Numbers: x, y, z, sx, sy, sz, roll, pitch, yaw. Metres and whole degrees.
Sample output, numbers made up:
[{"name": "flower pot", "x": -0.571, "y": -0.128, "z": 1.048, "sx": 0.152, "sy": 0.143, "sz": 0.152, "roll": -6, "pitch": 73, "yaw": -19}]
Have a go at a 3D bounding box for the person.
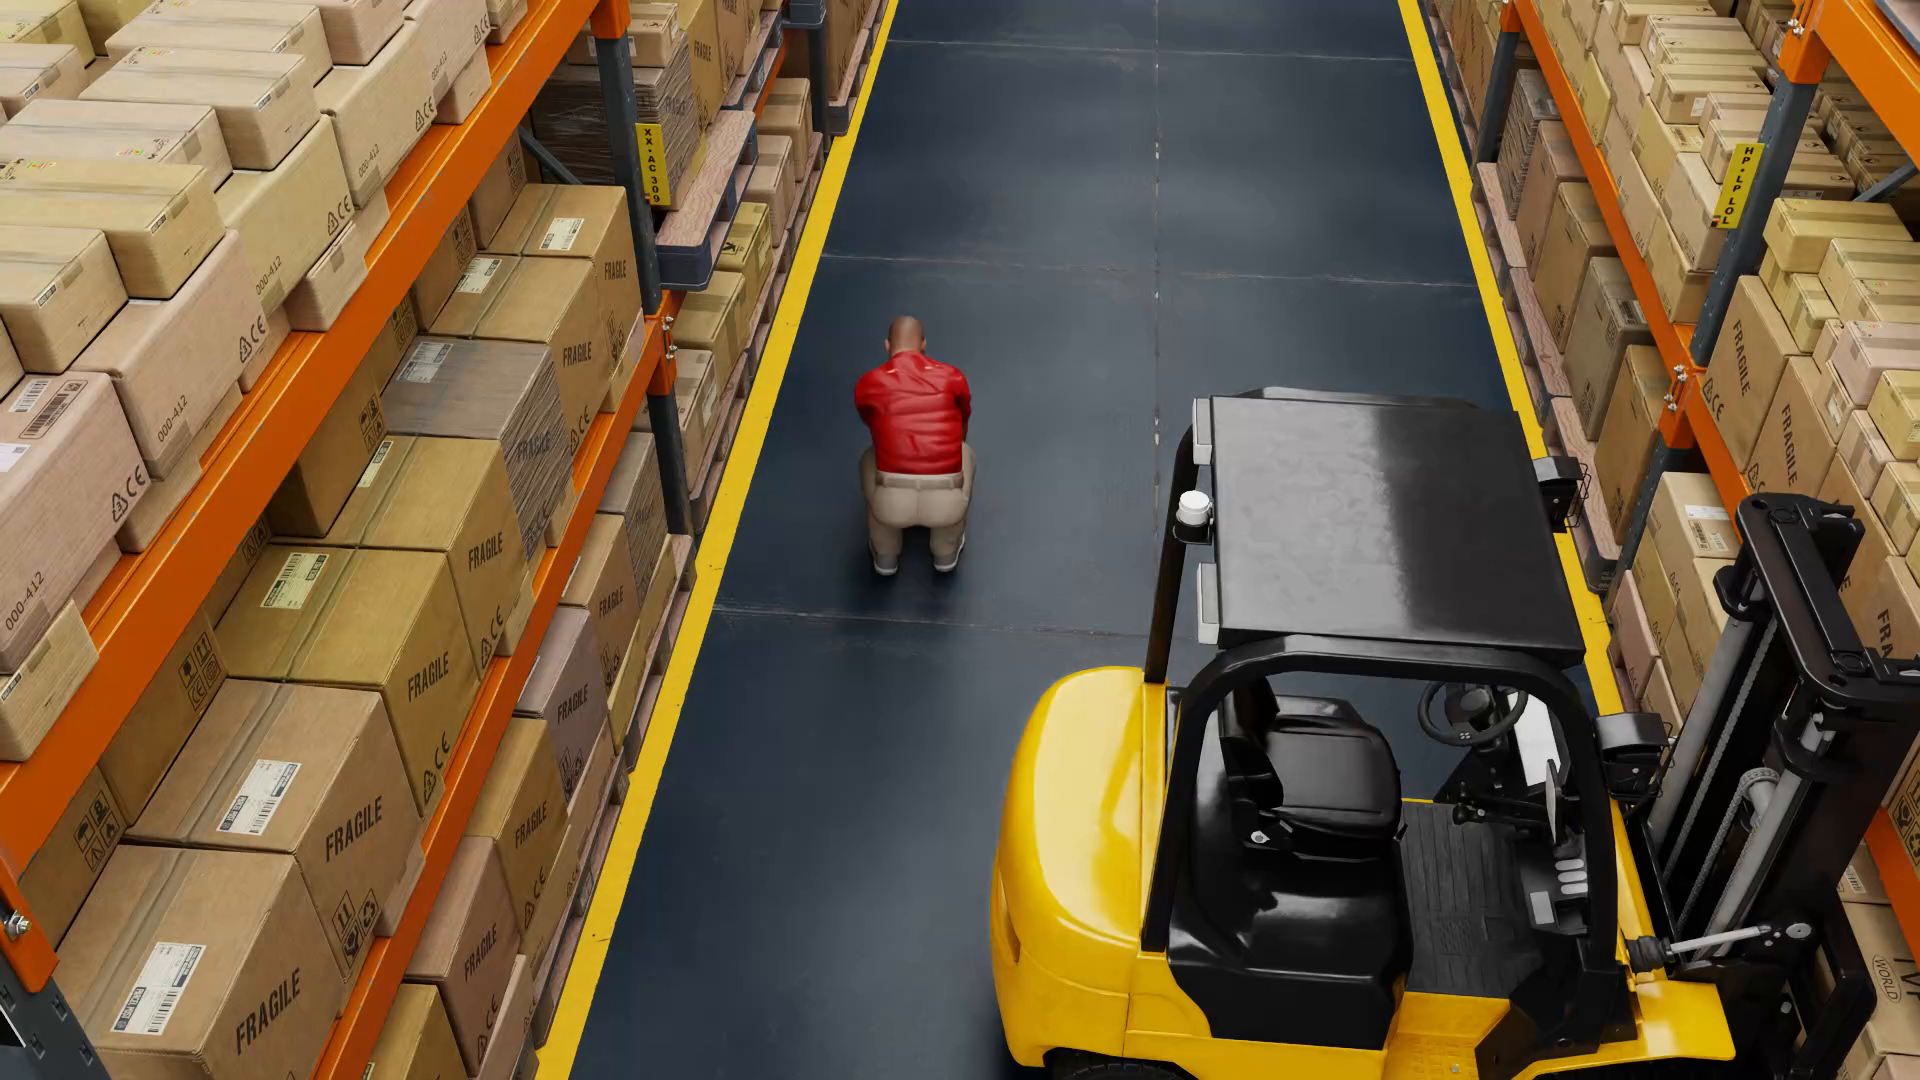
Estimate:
[{"name": "person", "x": -0.191, "y": -0.399, "z": 7.238, "sx": 0.530, "sy": 0.989, "sz": 0.884, "roll": 1, "pitch": 40, "yaw": 1}]
